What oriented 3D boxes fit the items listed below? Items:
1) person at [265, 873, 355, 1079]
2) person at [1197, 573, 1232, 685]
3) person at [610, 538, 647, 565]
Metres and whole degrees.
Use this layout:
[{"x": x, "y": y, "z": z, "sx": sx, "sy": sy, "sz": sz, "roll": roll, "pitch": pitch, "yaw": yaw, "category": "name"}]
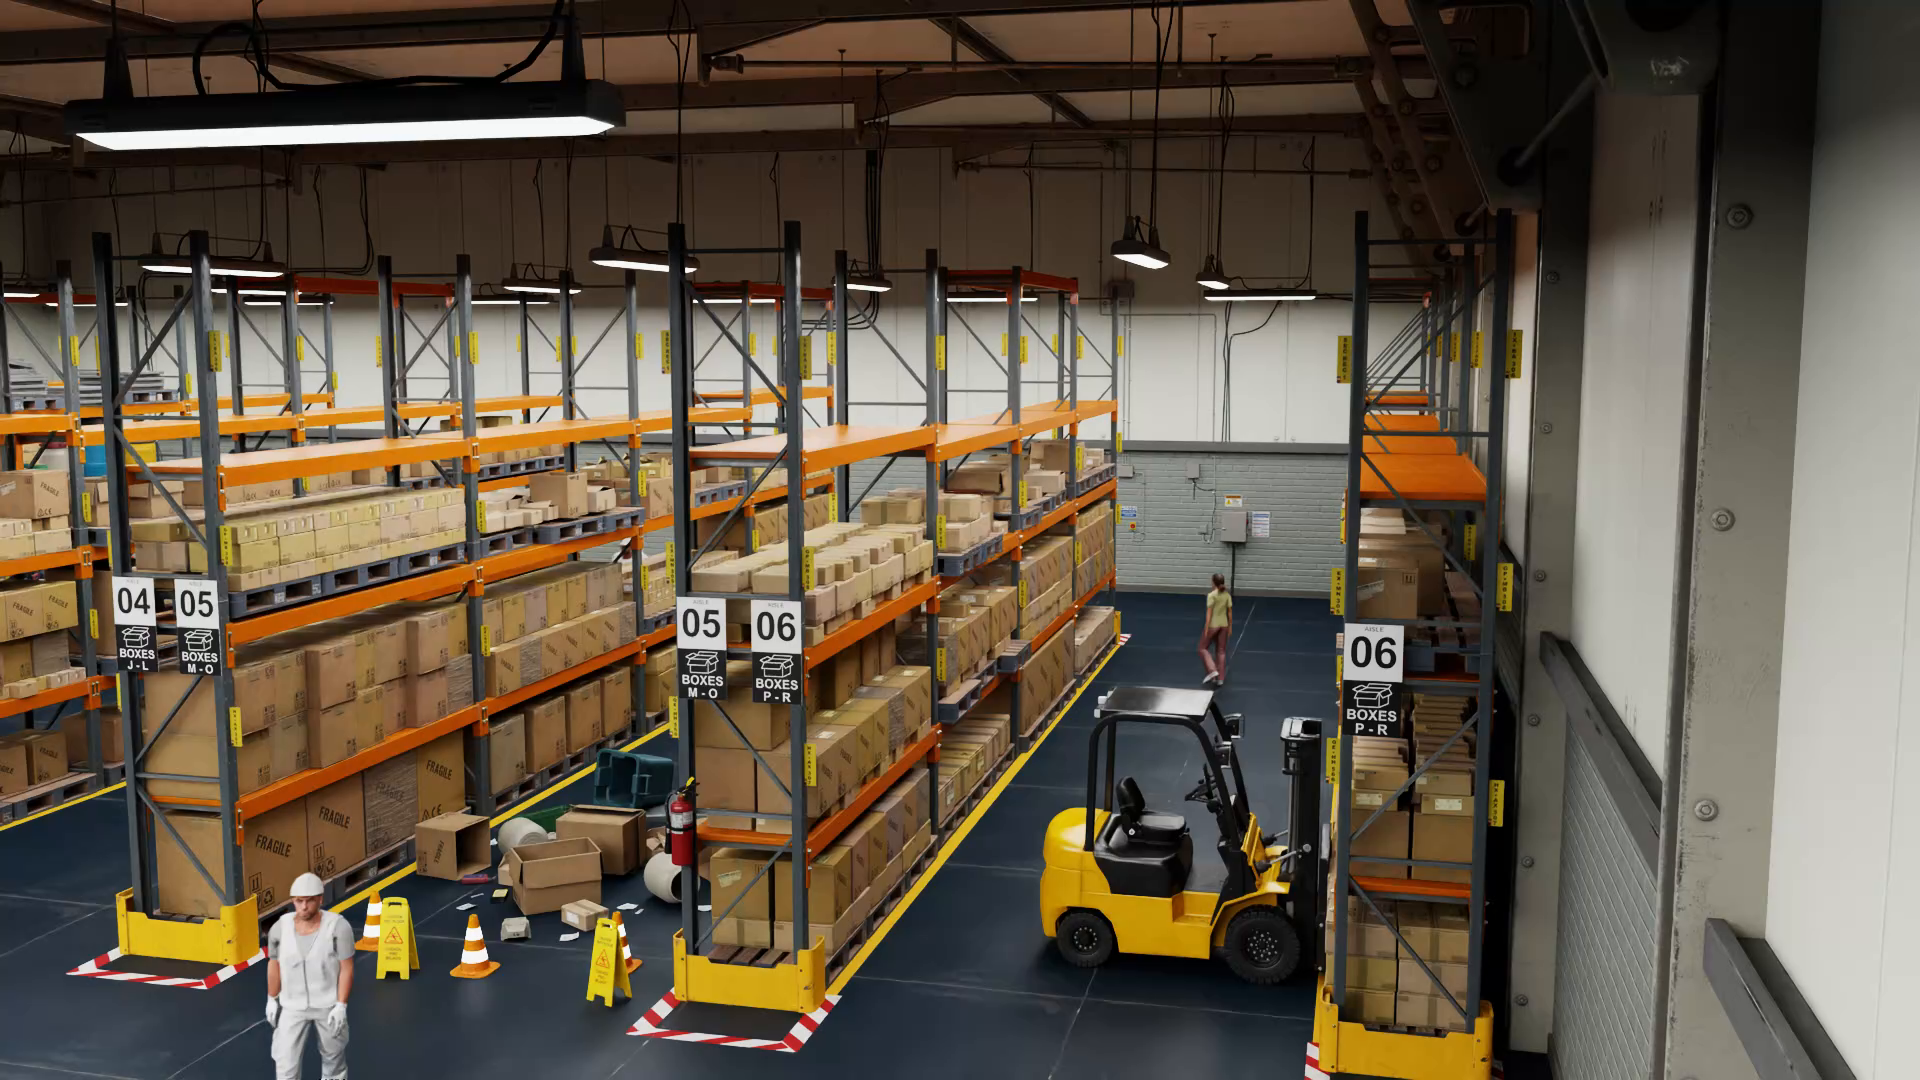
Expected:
[{"x": -4.159, "y": 3.006, "z": 10.616, "sx": 0.579, "sy": 1.794, "sz": 0.831, "roll": -2, "pitch": 7, "yaw": -13, "category": "person"}, {"x": -3.692, "y": 0.818, "z": 20.569, "sx": 17.570, "sy": 3.691, "sz": 1.714, "roll": -3, "pitch": 8, "yaw": -24, "category": "person"}, {"x": -5.806, "y": 0.767, "z": 29.336, "sx": 0.682, "sy": 1.665, "sz": 0.688, "roll": 3, "pitch": 8, "yaw": 22, "category": "person"}]
